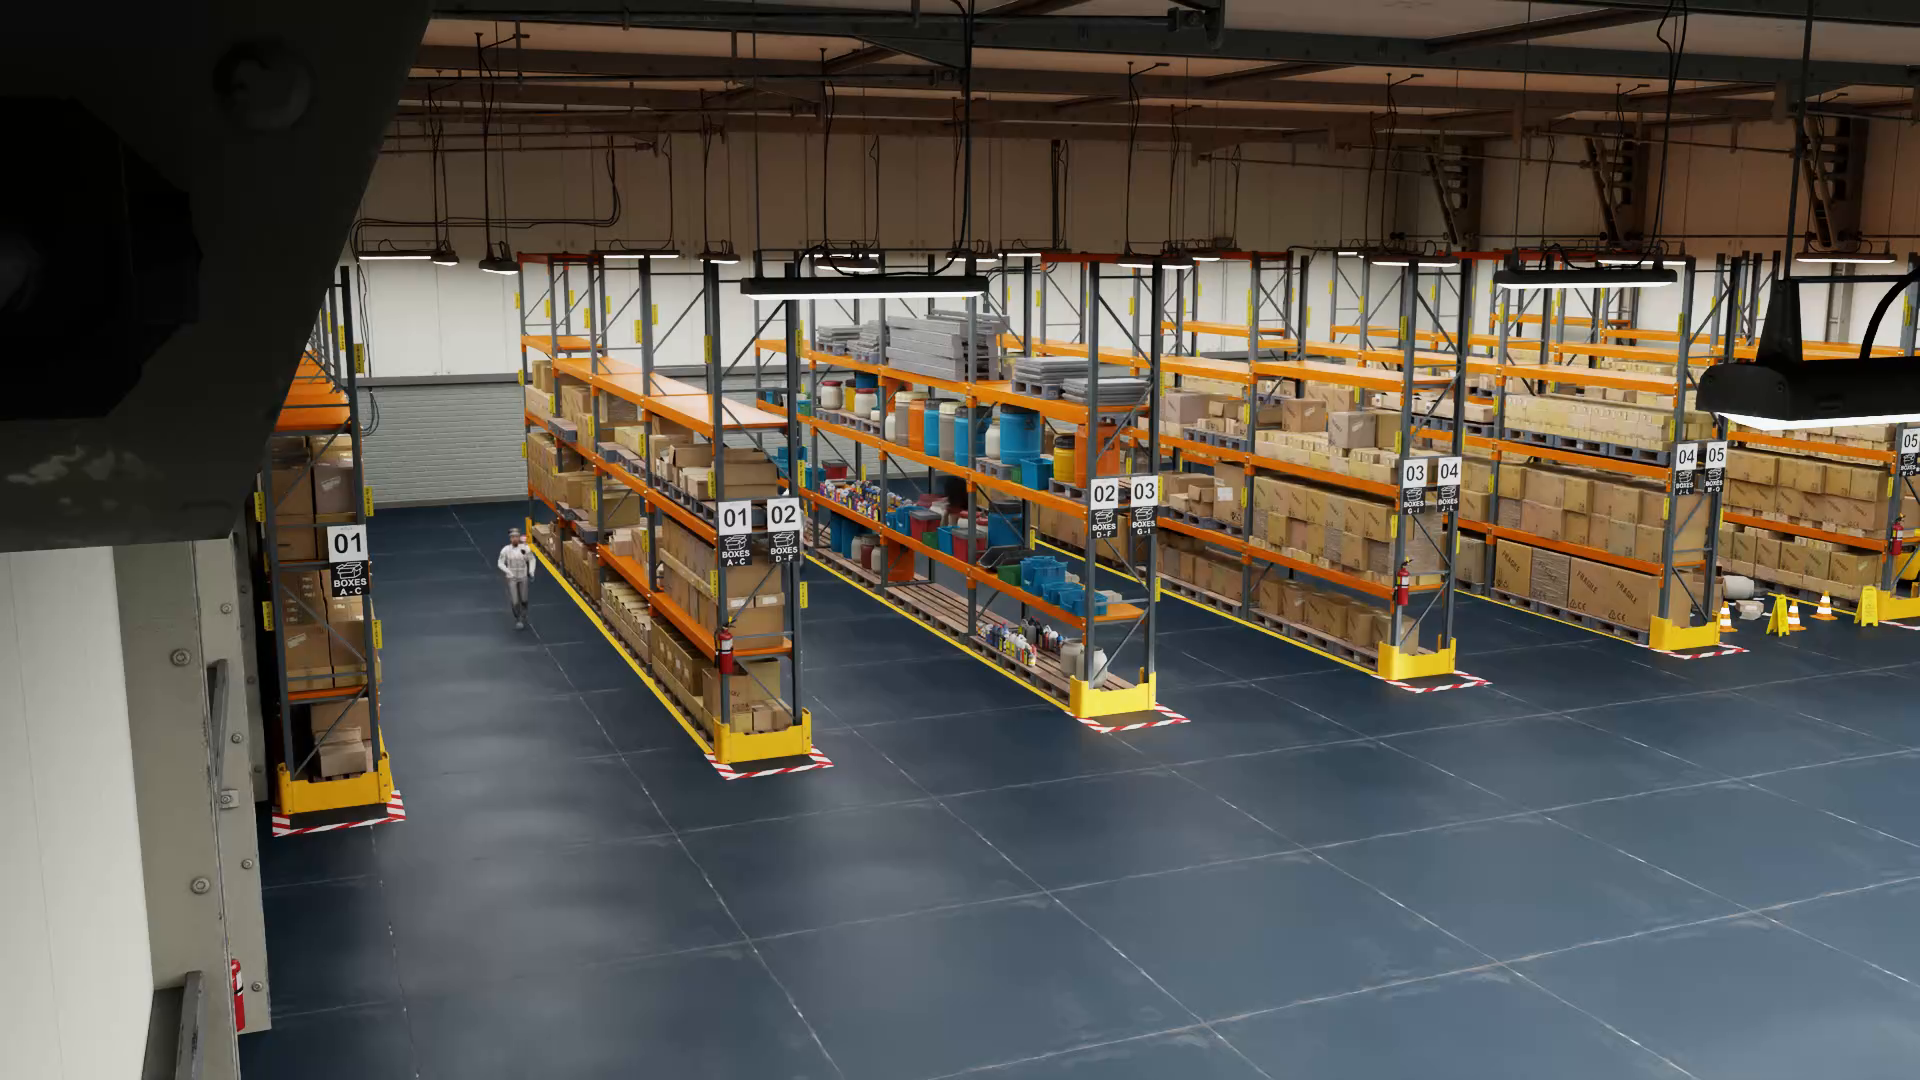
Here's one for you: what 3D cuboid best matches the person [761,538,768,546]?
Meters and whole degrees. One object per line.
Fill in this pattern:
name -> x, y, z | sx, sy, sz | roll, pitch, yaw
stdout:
person -> -3.700, -0.349, 32.389 | 0.583, 1.633, 0.568 | -4, 11, -22

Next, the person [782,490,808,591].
person -> -2.917, 0.000, 28.697 | 0.661, 1.730, 0.524 | -4, 11, -22

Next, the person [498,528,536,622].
person -> -7.200, 0.485, 27.053 | 0.612, 1.376, 0.486 | -3, 11, -17
